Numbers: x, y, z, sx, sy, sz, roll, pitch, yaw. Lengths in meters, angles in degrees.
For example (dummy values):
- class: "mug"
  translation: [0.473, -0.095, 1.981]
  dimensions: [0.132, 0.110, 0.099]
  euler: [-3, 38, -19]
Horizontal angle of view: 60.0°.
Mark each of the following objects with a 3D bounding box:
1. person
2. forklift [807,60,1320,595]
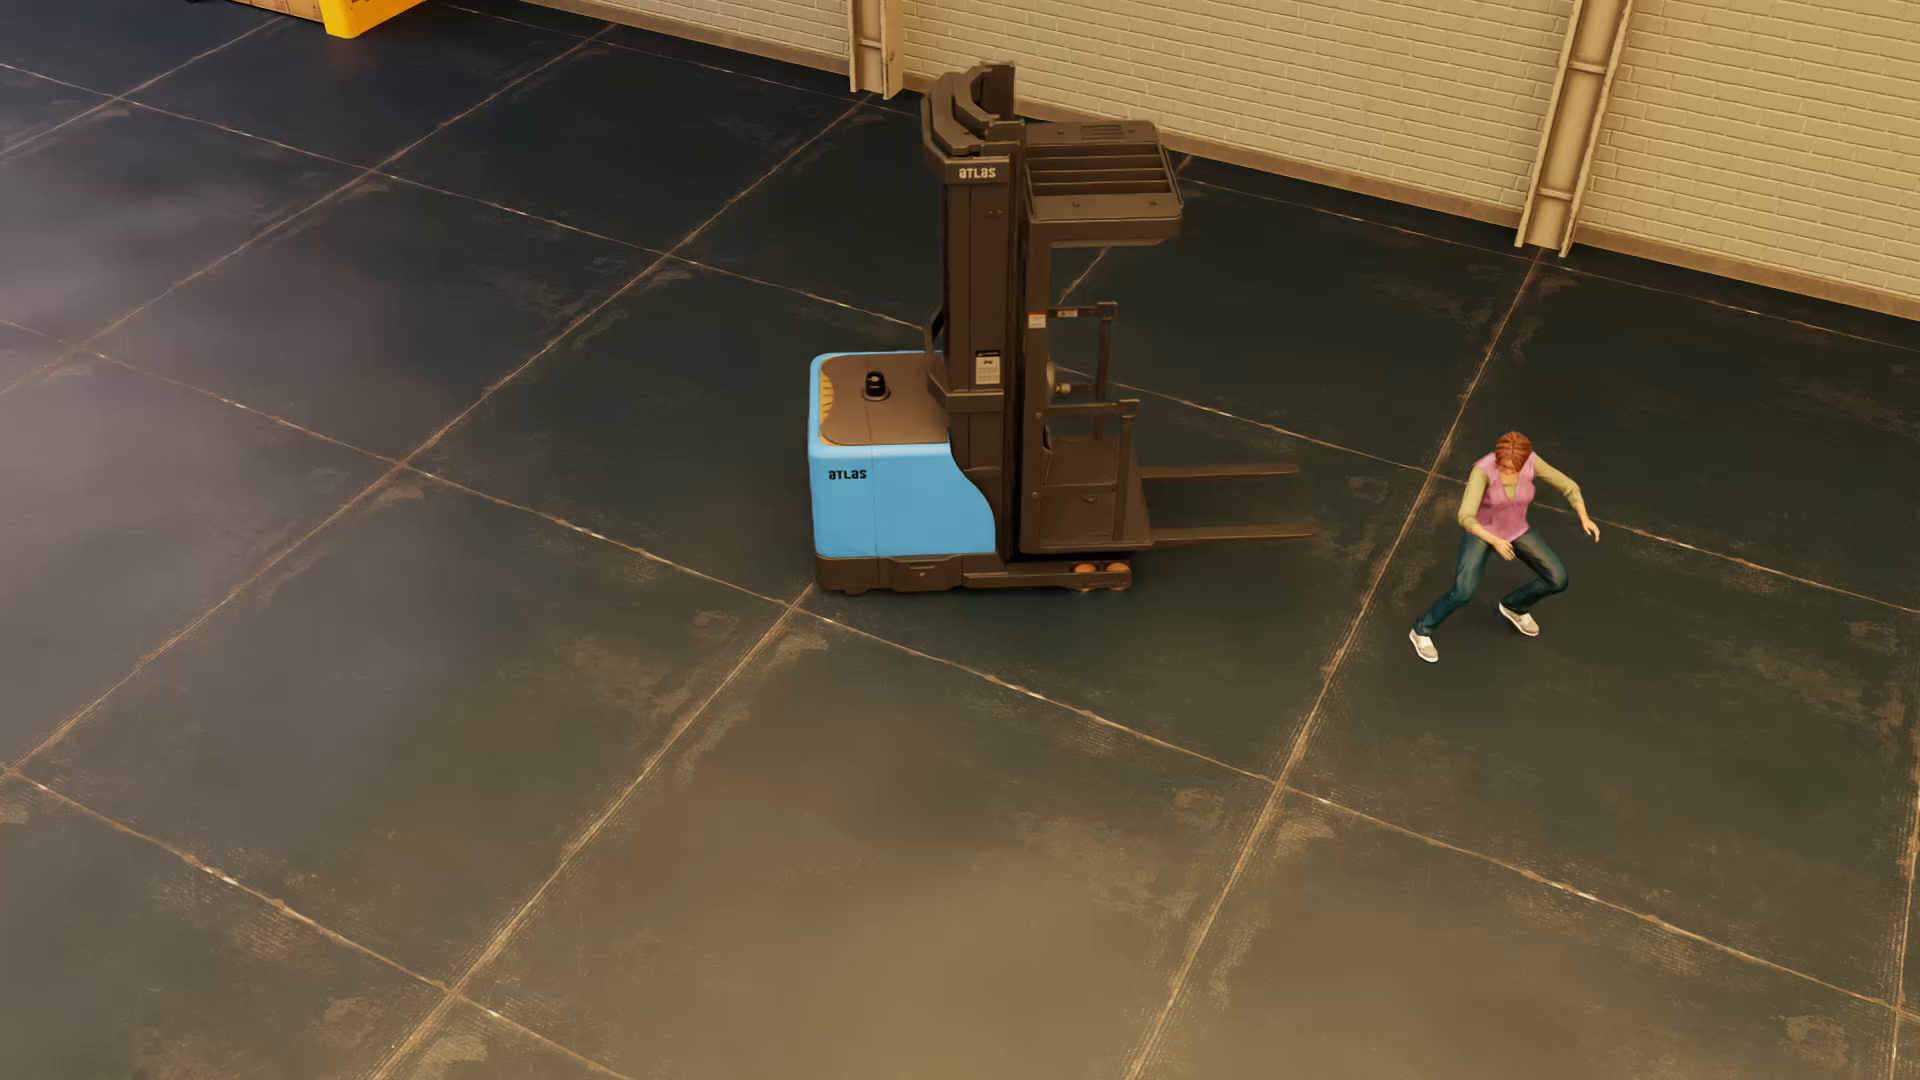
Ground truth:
- class: "person"
  translation: [2.994, 0.040, 9.138]
  dimensions: [0.811, 1.382, 0.673]
  euler: [-3, 40, -3]
- class: "forklift"
  translation: [0.629, -1.155, 9.358]
  dimensions: [3.031, 2.935, 1.130]
  euler: [-2, 40, -2]
